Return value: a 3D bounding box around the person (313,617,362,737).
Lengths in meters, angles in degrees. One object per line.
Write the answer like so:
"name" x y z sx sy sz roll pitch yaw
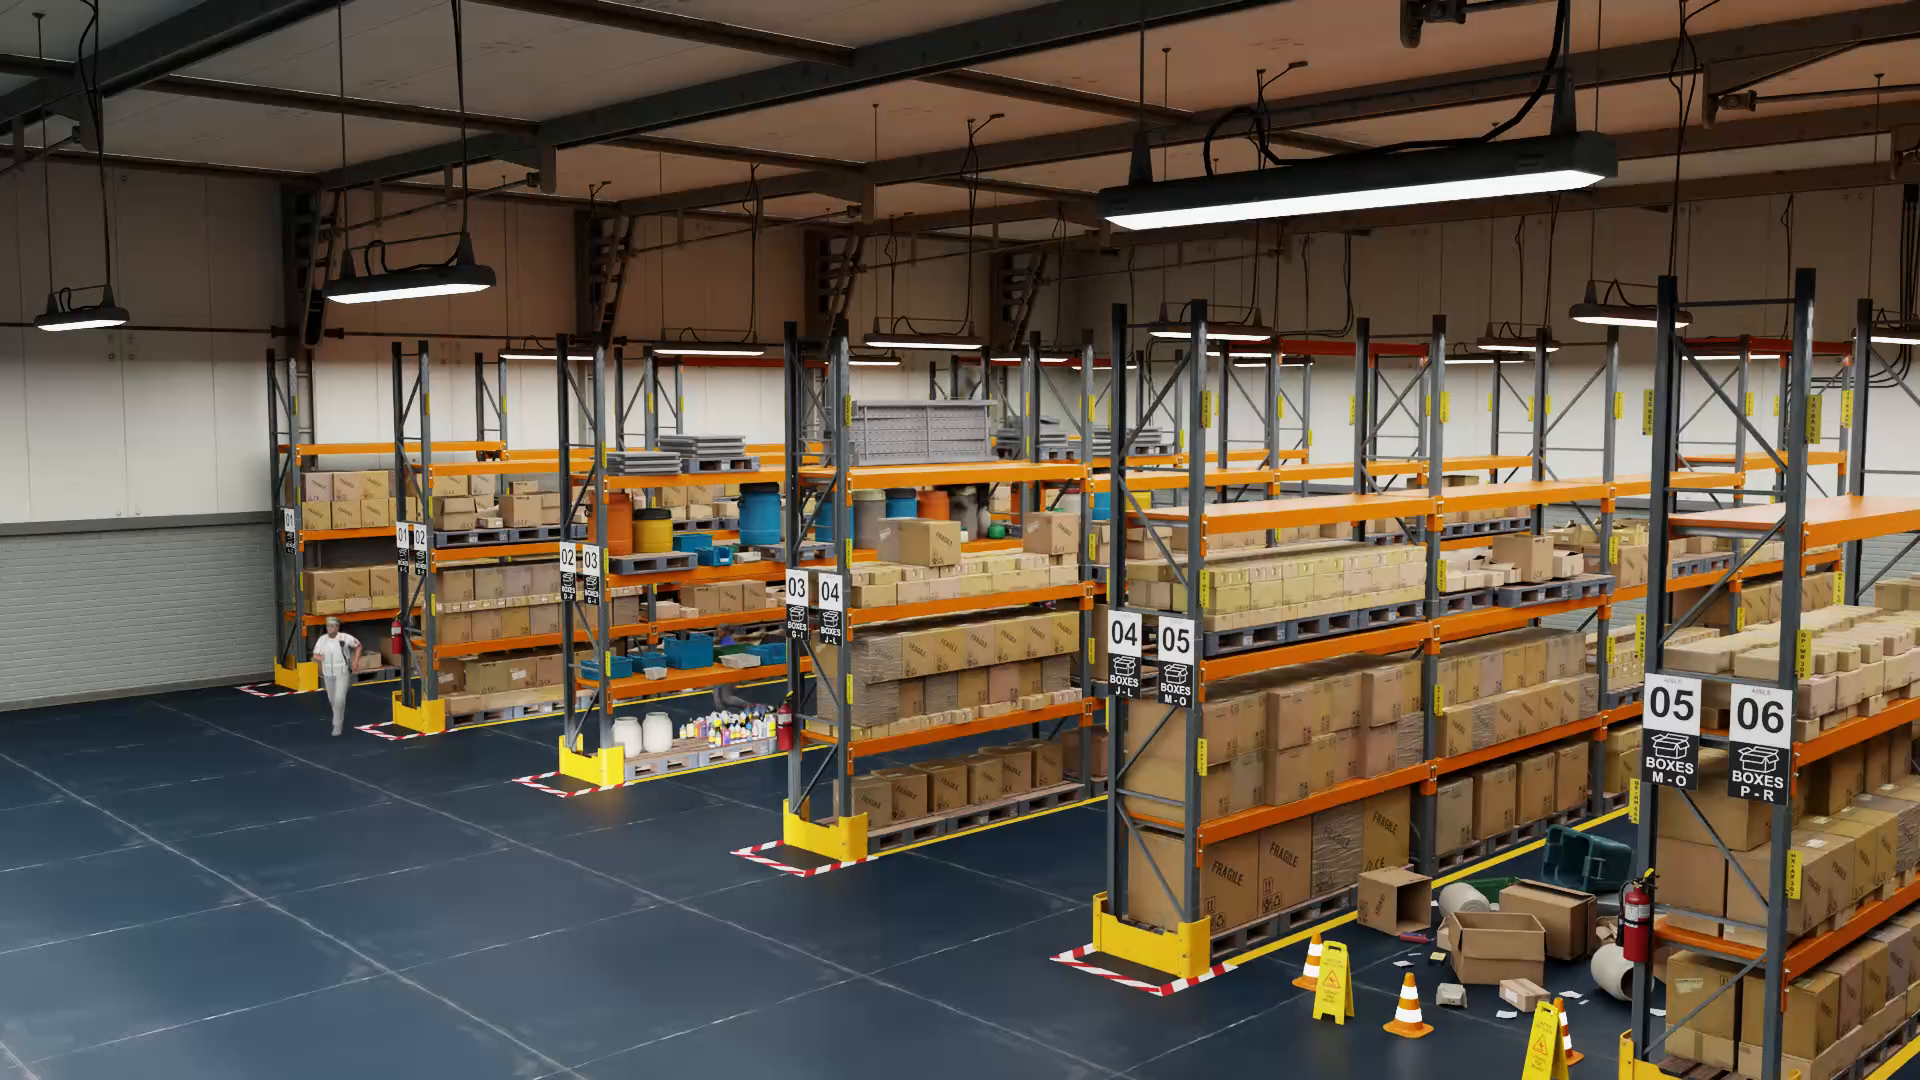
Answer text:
"person" -9.588 2.064 25.632 0.670 1.824 0.966 0 5 -1

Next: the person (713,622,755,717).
"person" -3.605 2.083 26.032 0.657 1.616 0.536 -2 5 -20
